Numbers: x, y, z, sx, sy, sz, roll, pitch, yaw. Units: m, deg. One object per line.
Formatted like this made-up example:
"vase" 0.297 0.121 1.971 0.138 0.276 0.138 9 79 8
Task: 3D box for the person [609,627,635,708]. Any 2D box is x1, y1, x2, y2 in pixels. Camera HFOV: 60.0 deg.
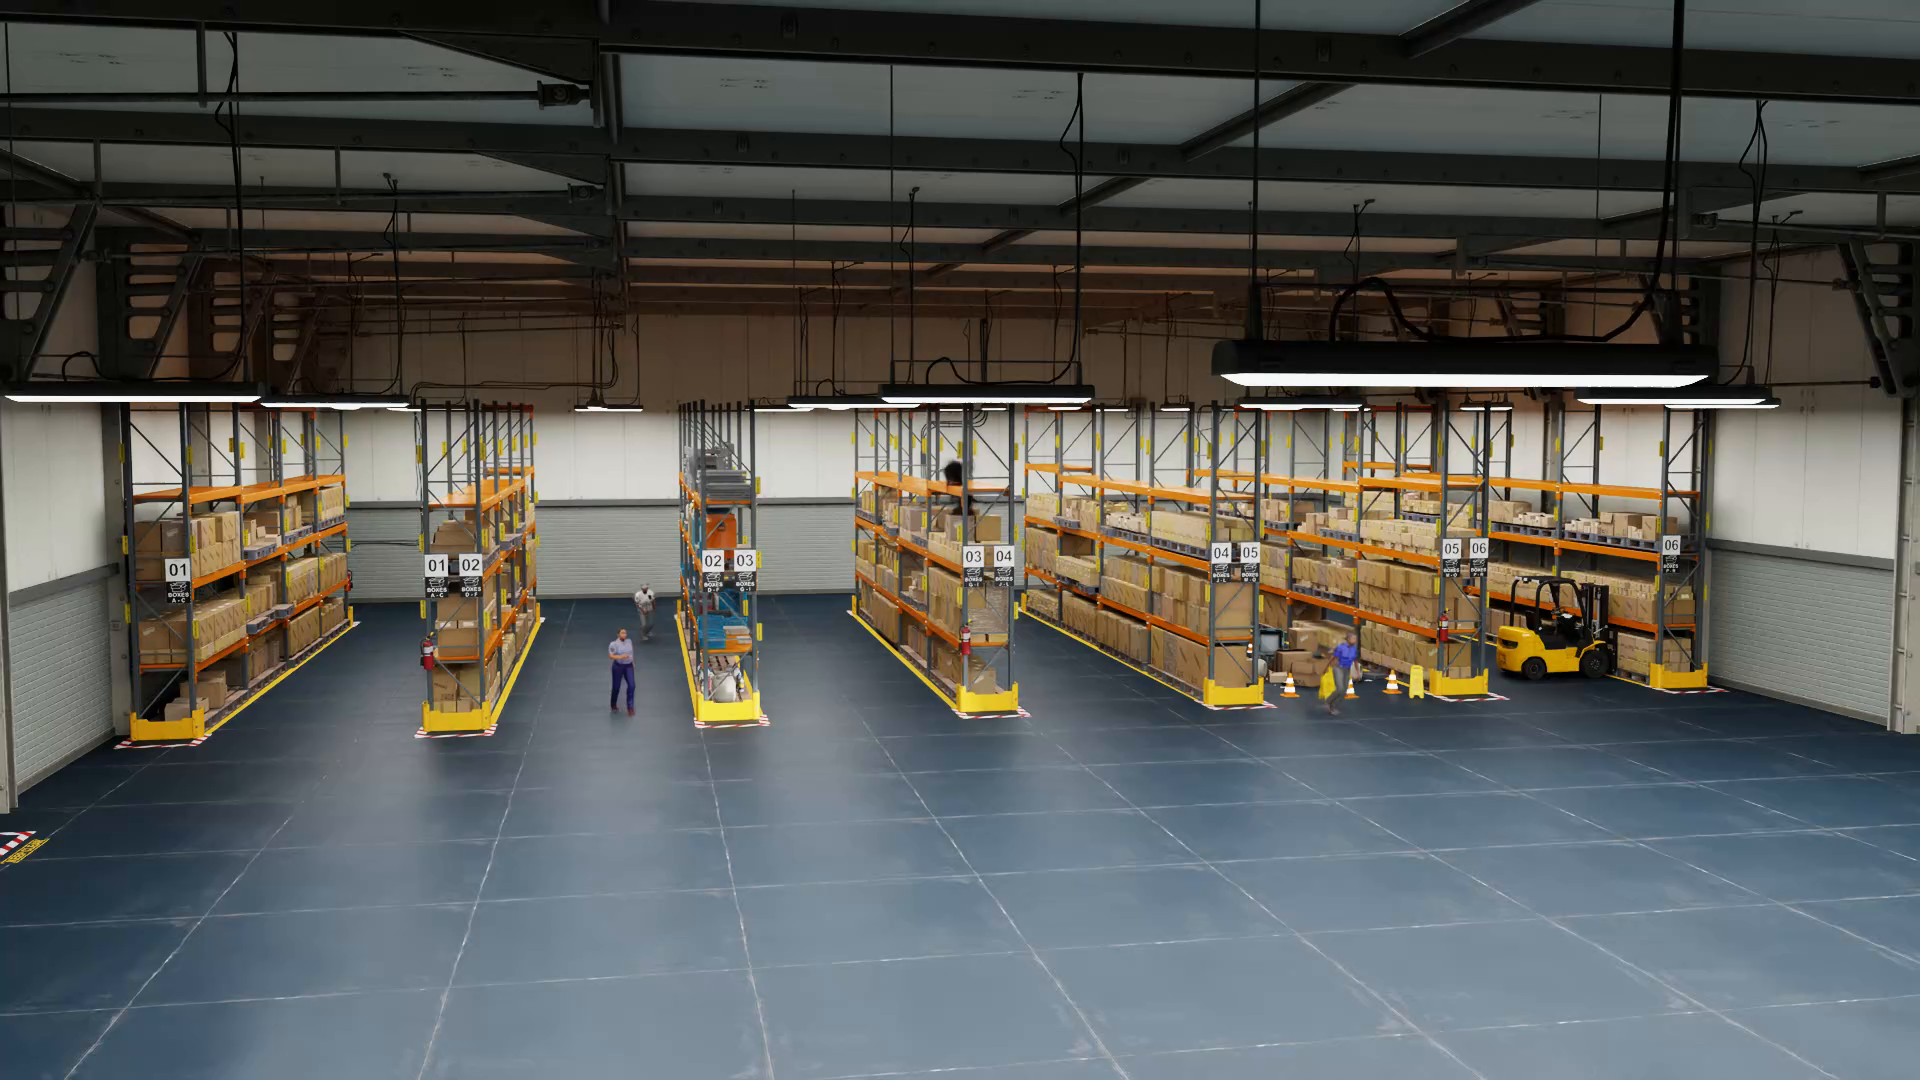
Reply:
"person" -6.455 2.422 31.739 0.555 1.537 0.812 -2 5 -29

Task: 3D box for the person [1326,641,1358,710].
"person" 7.291 2.588 31.724 0.513 1.348 0.474 -2 5 -29

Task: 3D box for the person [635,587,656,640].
"person" -7.979 1.800 42.138 0.541 1.494 0.835 -2 5 -24
